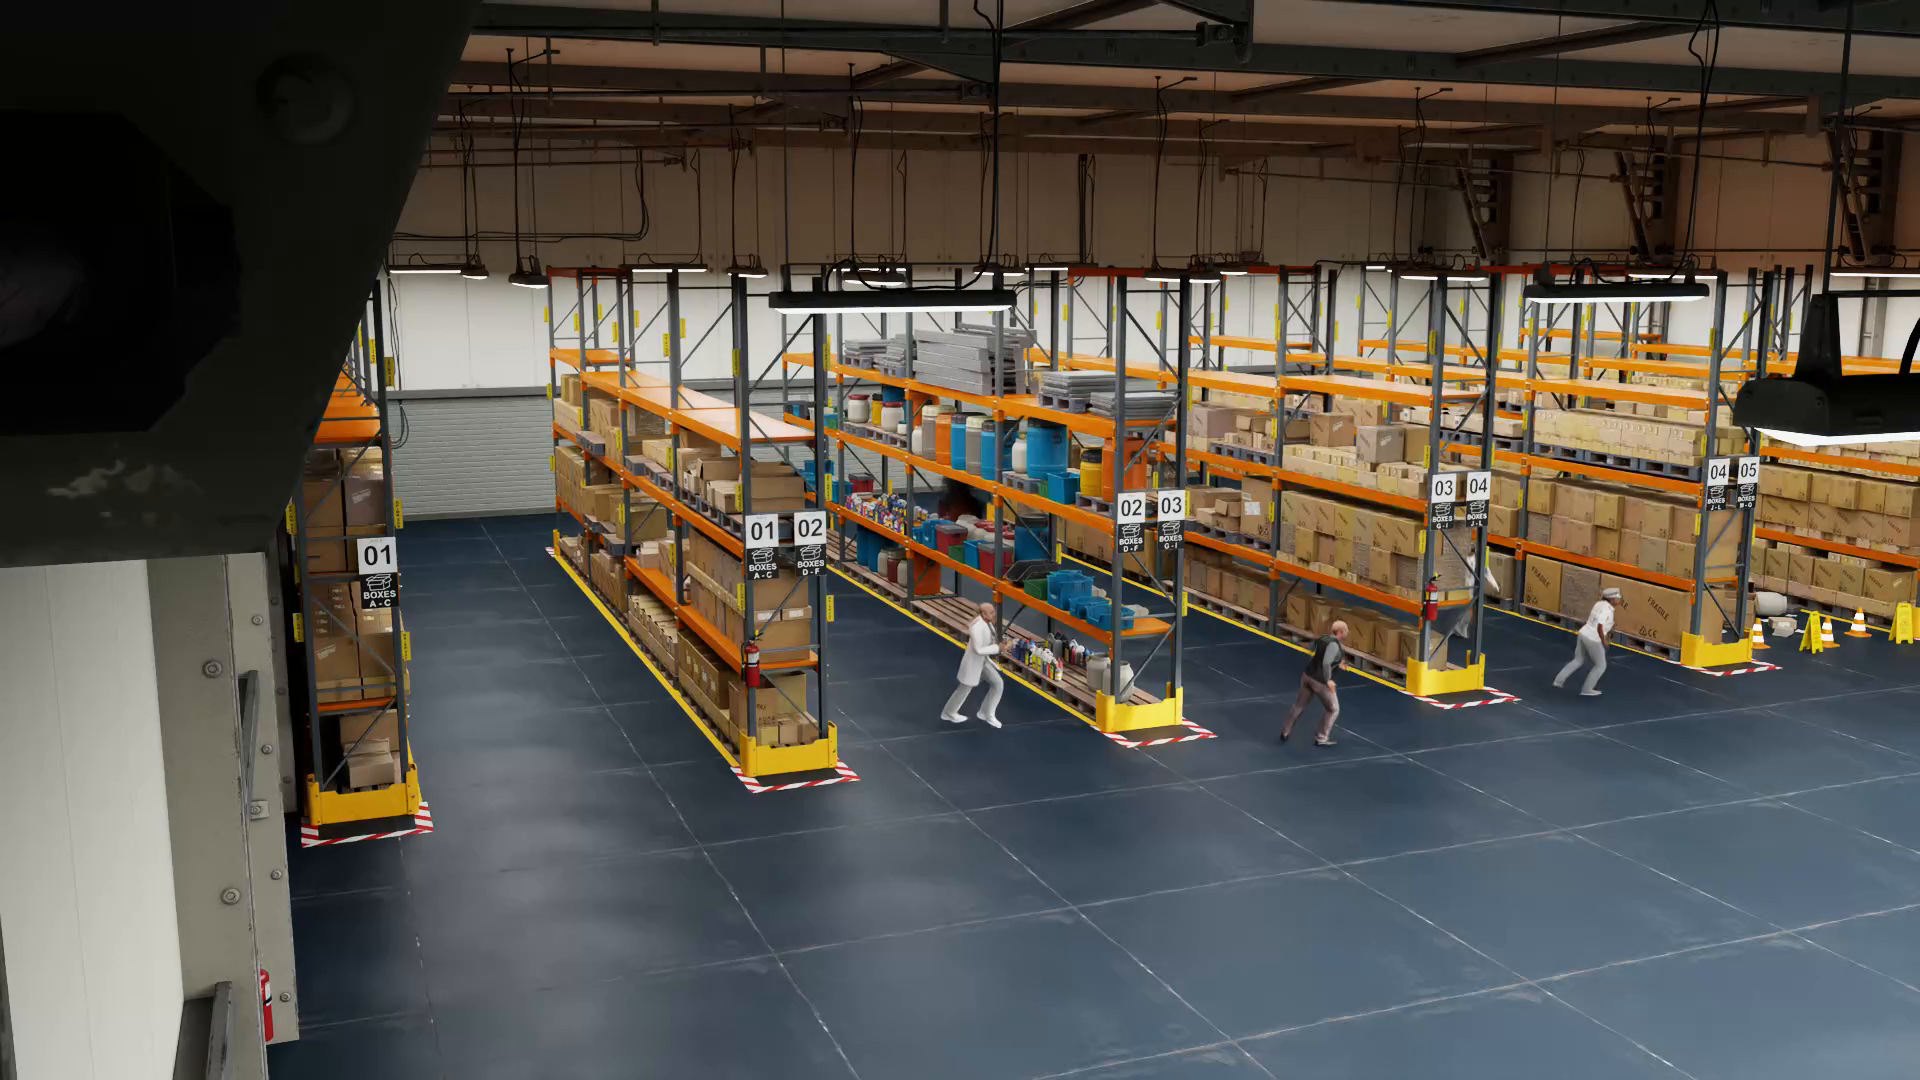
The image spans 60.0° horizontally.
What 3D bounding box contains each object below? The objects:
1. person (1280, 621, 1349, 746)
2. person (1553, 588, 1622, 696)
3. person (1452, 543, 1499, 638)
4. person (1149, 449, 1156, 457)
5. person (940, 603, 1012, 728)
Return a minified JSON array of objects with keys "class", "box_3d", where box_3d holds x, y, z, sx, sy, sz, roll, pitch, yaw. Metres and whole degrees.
[{"class":"person","box_3d":[4.635,1.838,21.459,0.897,1.649,0.707,-4,11,-20]},{"class":"person","box_3d":[9.003,1.442,23.839,0.809,1.584,0.614,0,10,0]},{"class":"person","box_3d":[8.428,0.815,27.220,0.565,1.617,0.785,-6,12,-32]},{"class":"person","box_3d":[4.443,-1.302,39.201,0.712,1.826,0.702,-1,10,-8]},{"class":"person","box_3d":[0.213,1.664,22.093,1.038,1.732,0.626,5,11,29]}]
